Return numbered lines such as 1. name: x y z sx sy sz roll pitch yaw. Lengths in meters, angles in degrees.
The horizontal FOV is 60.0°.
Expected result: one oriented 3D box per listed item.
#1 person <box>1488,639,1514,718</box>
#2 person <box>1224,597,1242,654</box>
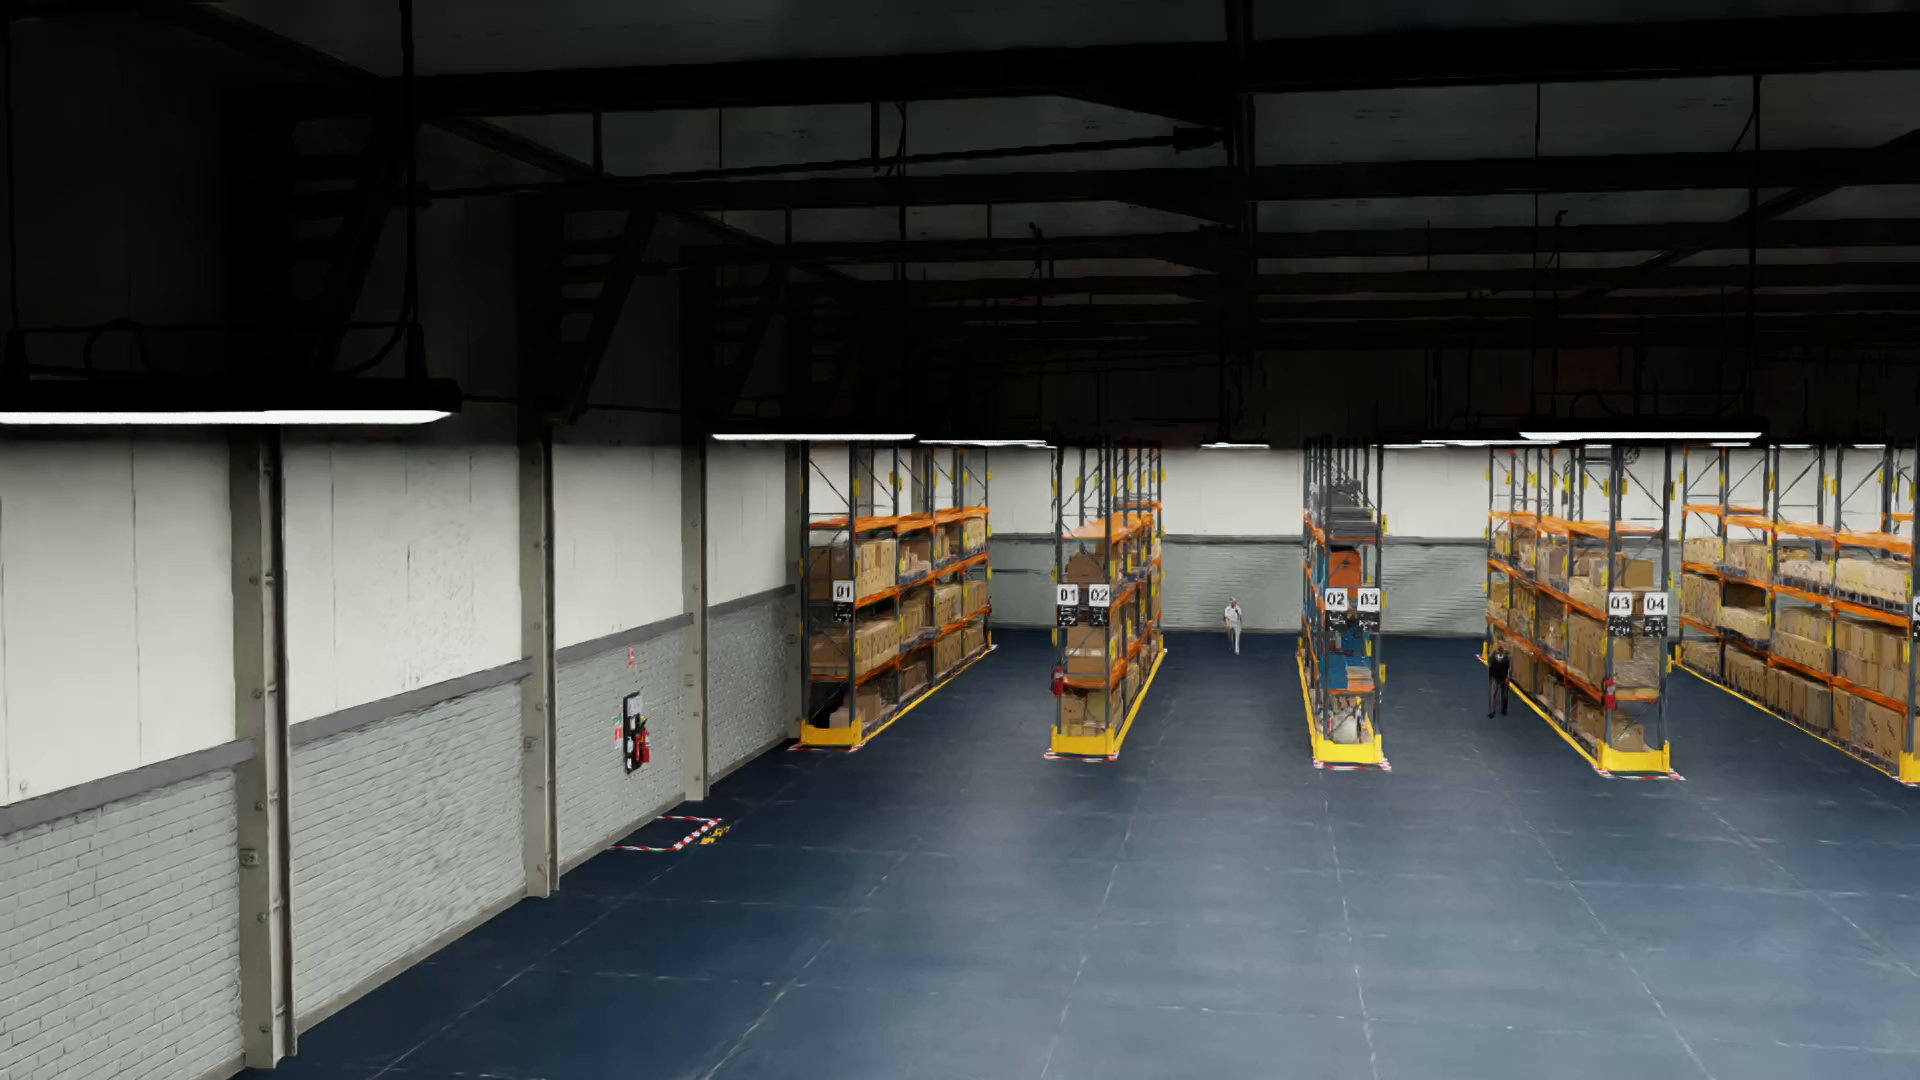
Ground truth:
1. person: 11.581 2.954 35.631 0.539 1.663 1.033 1 3 20
2. person: 7.689 2.388 46.814 0.497 1.583 1.090 1 3 13
